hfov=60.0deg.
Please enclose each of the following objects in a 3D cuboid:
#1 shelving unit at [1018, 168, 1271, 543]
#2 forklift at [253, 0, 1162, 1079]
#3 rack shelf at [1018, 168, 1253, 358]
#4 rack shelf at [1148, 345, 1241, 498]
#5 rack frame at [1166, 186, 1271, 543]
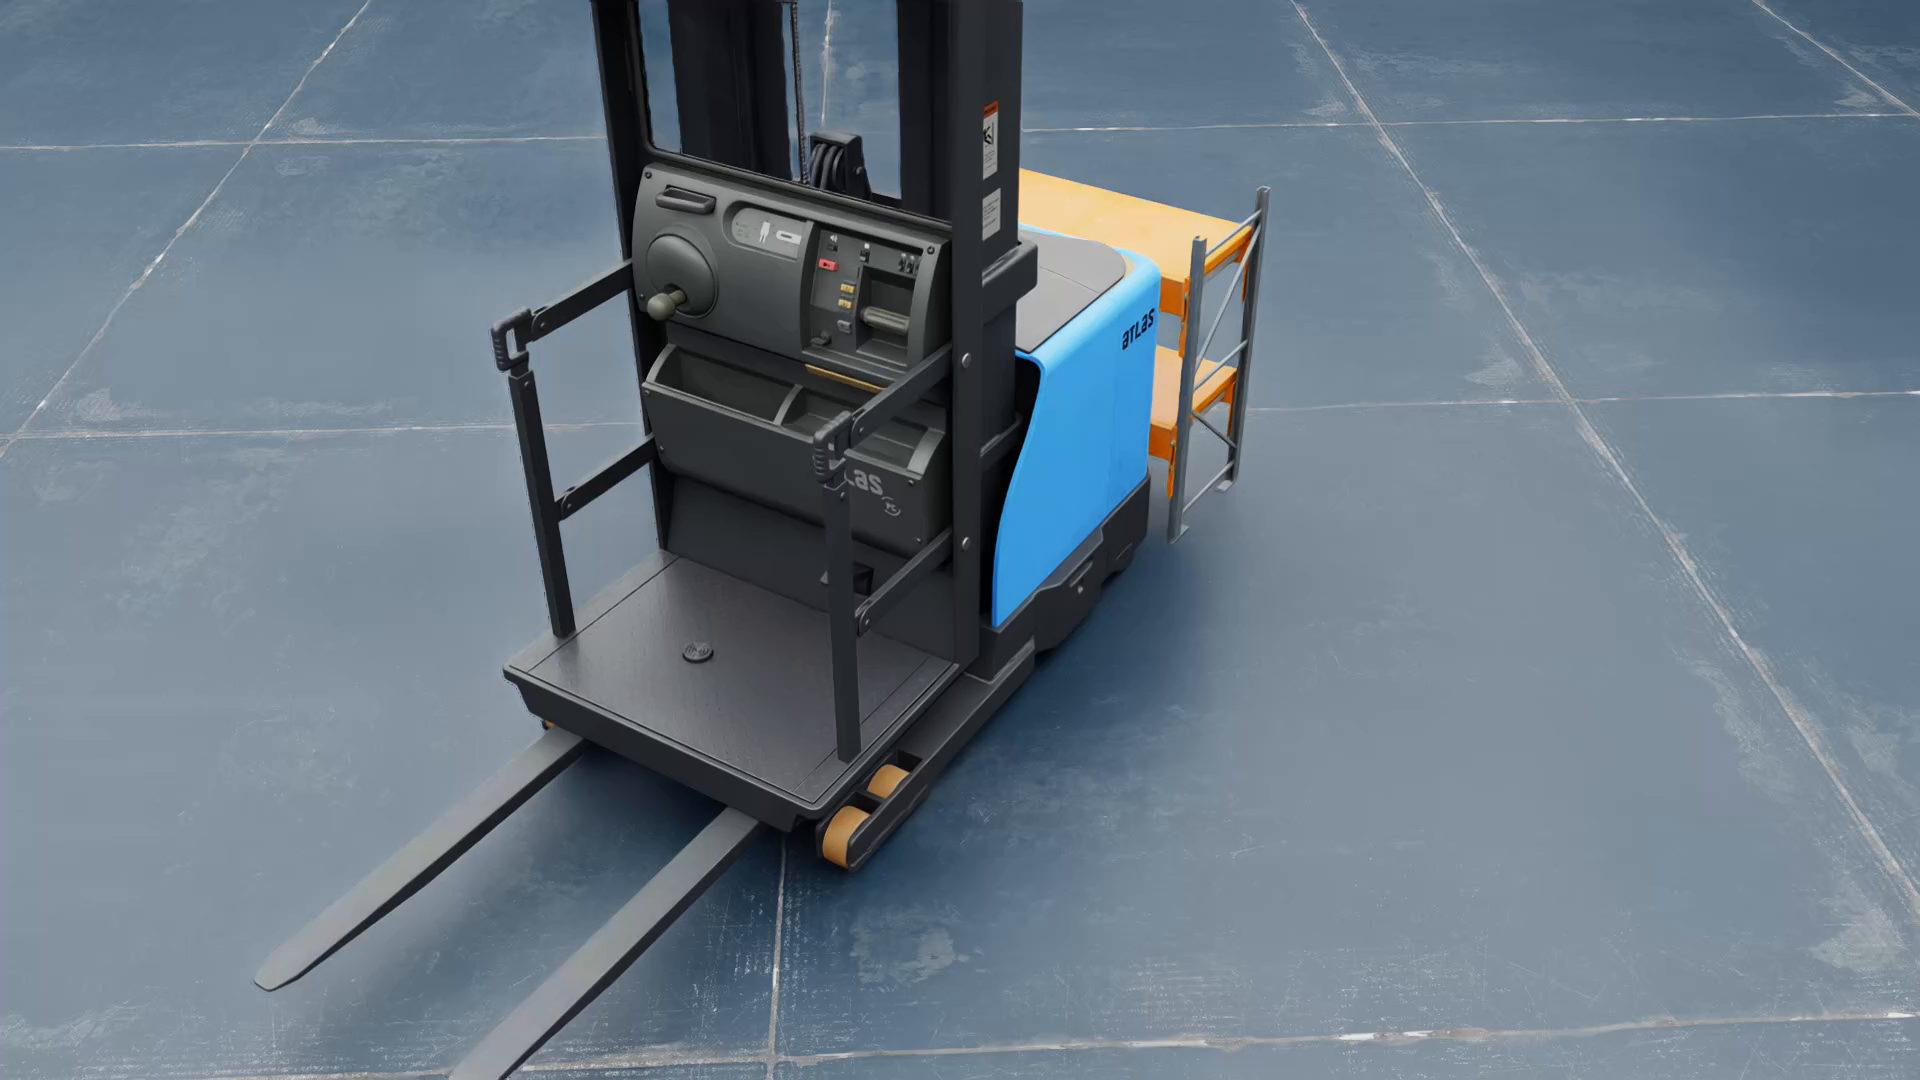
[{"bbox_3d":[0.443,-0.736,5.825,1.048,1.125,0.538,21,40,27],"label":"shelving unit"},{"bbox_3d":[-0.568,-0.626,4.080,1.130,2.935,3.031,19,39,26],"label":"forklift"},{"bbox_3d":[0.443,-0.977,5.659,1.000,0.278,0.538,21,40,27],"label":"rack shelf"},{"bbox_3d":[0.443,-0.535,5.965,1.000,0.278,0.538,21,40,27],"label":"rack shelf"},{"bbox_3d":[0.865,-0.575,5.593,0.032,1.125,0.500,21,40,27],"label":"rack frame"}]
